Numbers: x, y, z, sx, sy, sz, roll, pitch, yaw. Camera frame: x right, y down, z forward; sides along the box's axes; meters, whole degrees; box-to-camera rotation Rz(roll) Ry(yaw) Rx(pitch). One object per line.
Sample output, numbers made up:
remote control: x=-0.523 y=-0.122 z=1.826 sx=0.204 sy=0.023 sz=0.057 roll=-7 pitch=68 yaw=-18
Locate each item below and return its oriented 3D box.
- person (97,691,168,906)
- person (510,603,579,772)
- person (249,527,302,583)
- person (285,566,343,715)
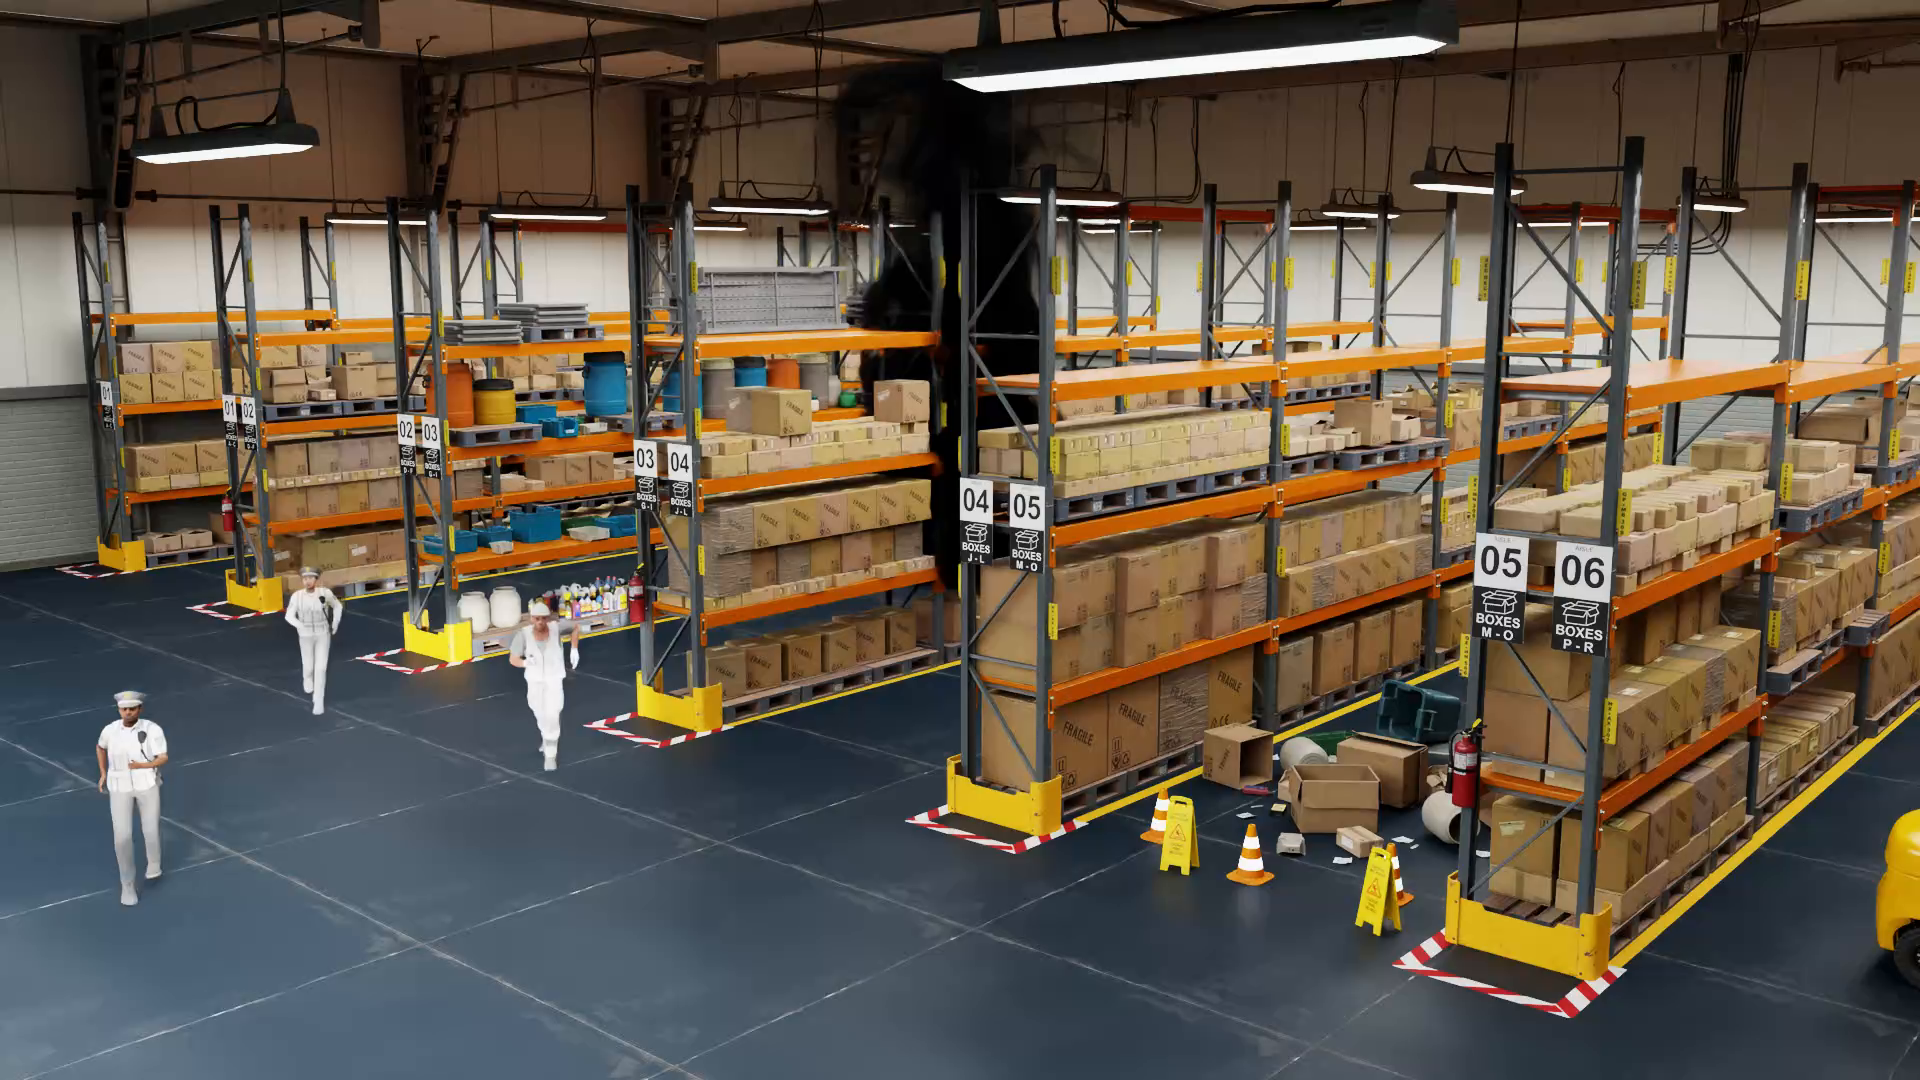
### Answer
person: x=-6.797 y=2.082 z=13.700 sx=0.545 sy=1.758 sz=0.768 roll=-4 pitch=10 yaw=-22
person: x=-4.277 y=1.498 z=17.193 sx=0.682 sy=1.824 sz=0.939 roll=-2 pitch=10 yaw=-9
person: x=-11.259 y=-0.166 z=27.203 sx=0.604 sy=1.647 sz=0.907 roll=7 pitch=12 yaw=37
person: x=-7.555 y=1.125 z=19.498 sx=0.625 sy=1.707 sz=0.881 roll=-3 pitch=10 yaw=-17
